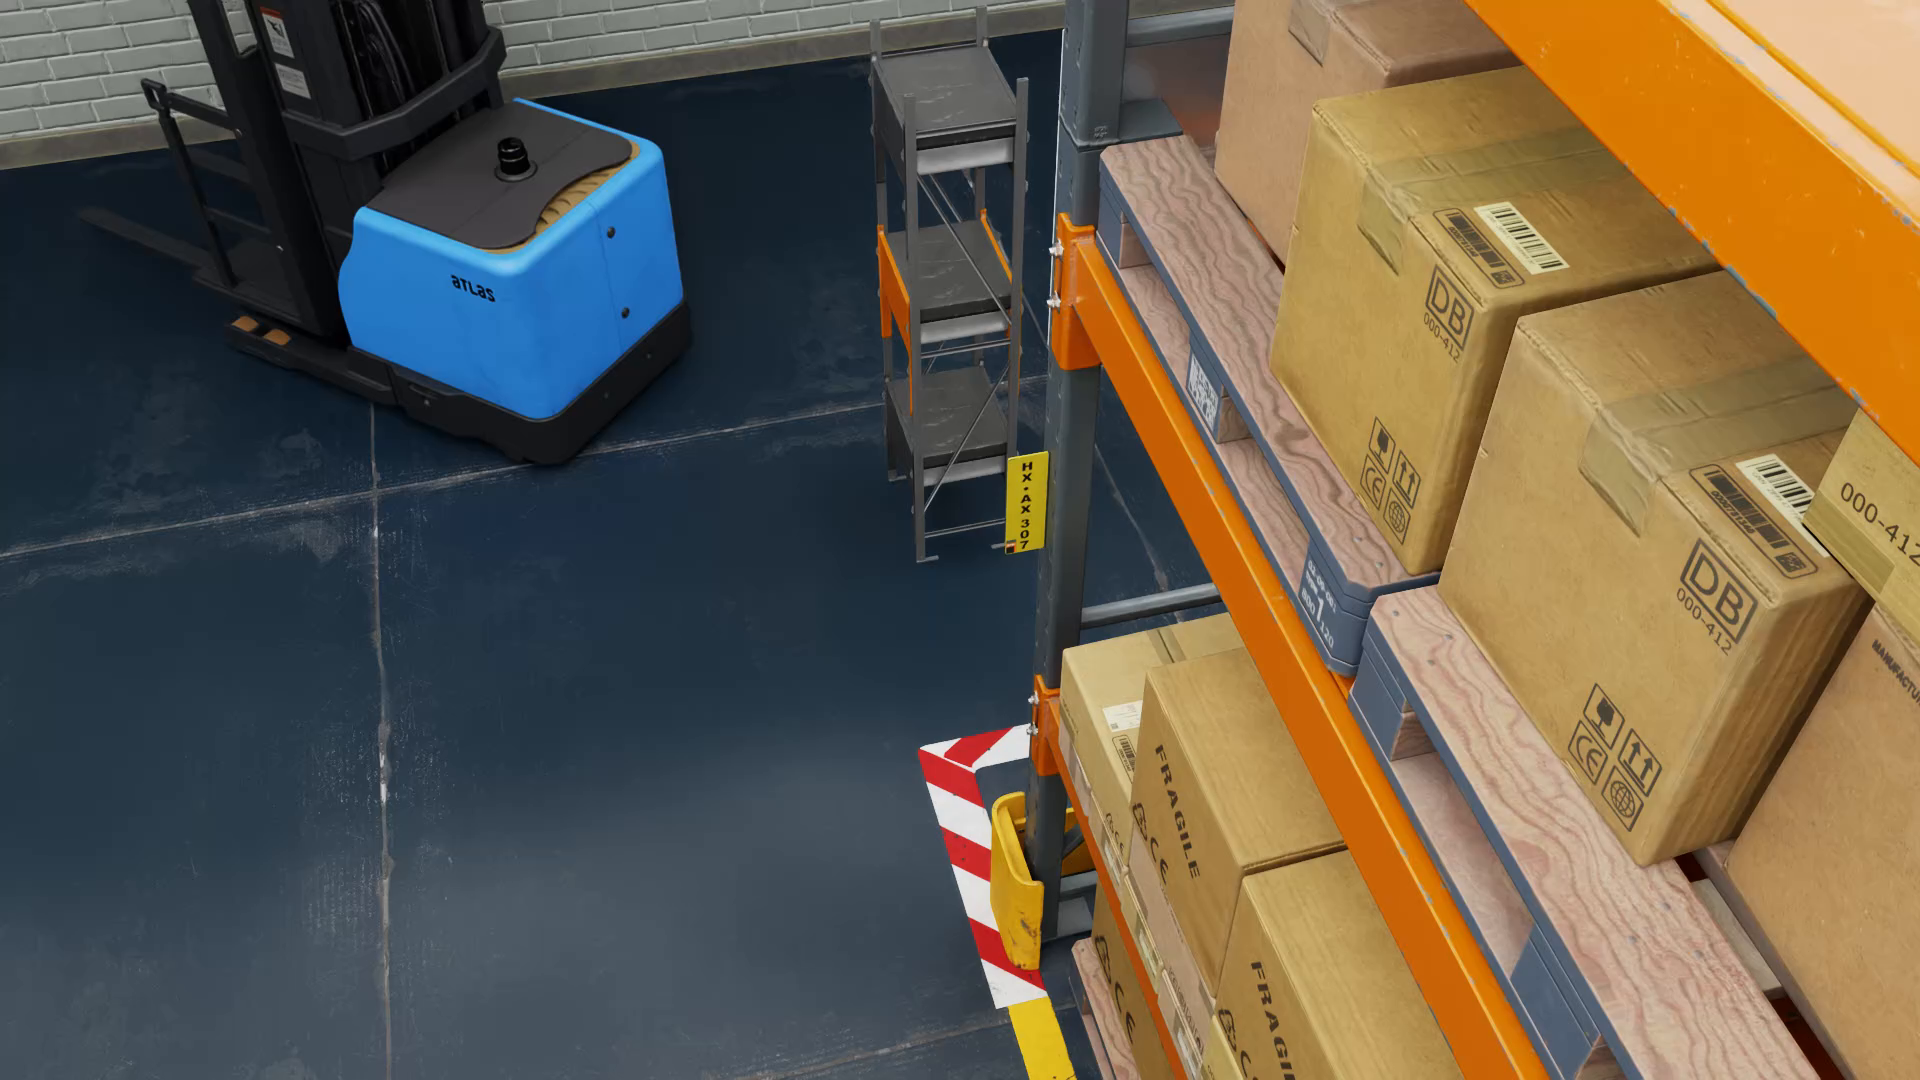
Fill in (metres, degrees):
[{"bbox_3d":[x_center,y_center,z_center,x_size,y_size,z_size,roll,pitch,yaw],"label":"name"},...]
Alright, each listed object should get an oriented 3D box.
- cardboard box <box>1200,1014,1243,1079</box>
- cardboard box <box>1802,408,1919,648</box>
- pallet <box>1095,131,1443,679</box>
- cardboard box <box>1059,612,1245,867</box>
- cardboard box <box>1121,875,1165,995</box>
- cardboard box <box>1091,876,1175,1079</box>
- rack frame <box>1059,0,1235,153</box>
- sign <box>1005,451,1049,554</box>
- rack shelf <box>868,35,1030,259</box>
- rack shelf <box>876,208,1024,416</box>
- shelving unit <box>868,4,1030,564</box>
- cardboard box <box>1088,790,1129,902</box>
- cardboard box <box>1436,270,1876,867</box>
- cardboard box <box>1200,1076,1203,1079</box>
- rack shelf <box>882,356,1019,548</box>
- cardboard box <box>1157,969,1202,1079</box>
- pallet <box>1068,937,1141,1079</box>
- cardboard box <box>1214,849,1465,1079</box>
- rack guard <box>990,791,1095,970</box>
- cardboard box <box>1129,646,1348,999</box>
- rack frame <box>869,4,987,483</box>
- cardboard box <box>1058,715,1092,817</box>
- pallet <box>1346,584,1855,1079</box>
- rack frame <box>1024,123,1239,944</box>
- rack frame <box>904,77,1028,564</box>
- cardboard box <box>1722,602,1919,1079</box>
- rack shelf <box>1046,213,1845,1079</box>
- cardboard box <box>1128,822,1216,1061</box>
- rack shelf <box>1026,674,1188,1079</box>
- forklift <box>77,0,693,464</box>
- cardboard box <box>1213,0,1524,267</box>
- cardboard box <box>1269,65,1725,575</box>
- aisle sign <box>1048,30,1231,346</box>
[{"bbox_3d":[0.827,1.180,3.390,0.500,0.250,0.500,-12,47,-12],"label":"cardboard box"},{"bbox_3d":[1.208,0.013,1.578,0.500,0.250,0.500,-12,47,-12],"label":"cardboard box"},{"bbox_3d":[0.901,-0.363,2.967,1.003,0.211,1.213,-11,47,-10],"label":"pallet"},{"bbox_3d":[0.563,0.475,4.081,0.500,0.250,0.500,-12,47,-11],"label":"cardboard box"},{"bbox_3d":[0.606,0.893,3.951,0.380,0.149,0.250,-12,47,-11],"label":"cardboard box"},{"bbox_3d":[0.942,1.170,4.697,0.875,0.875,0.875,-11,47,-10],"label":"cardboard box"},{"bbox_3d":[0.701,-1.954,2.364,1.000,3.000,0.127,-11,47,-10],"label":"rack frame"},{"bbox_3d":[0.163,-0.088,4.074,0.100,0.325,0.005,-11,47,-10],"label":"sign"},{"bbox_3d":[-0.042,-1.330,5.622,0.431,0.518,0.480,-11,47,-10],"label":"rack shelf"},{"bbox_3d":[-0.042,-0.840,6.122,0.431,0.518,0.480,-11,47,-10],"label":"rack shelf"},{"bbox_3d":[-0.042,-0.849,6.112,0.431,2.100,0.503,-11,47,-10],"label":"shelving unit"},{"bbox_3d":[0.540,0.716,4.124,0.380,0.149,0.250,-11,47,-11],"label":"cardboard box"},{"bbox_3d":[1.092,-0.013,2.129,0.700,0.500,0.500,-14,47,-13],"label":"cardboard box"},{"bbox_3d":[0.737,1.248,3.603,0.380,0.149,0.250,-12,47,-11],"label":"cardboard box"},{"bbox_3d":[-0.042,-0.350,6.622,0.431,0.518,0.480,-11,47,-10],"label":"rack shelf"},{"bbox_3d":[0.673,1.072,3.775,0.380,0.149,0.250,-11,47,-11],"label":"cardboard box"},{"bbox_3d":[0.981,1.659,4.976,1.003,0.211,1.213,-11,47,-10],"label":"pallet"},{"bbox_3d":[0.829,0.914,3.126,0.500,0.500,0.500,-12,47,-11],"label":"cardboard box"},{"bbox_3d":[0.695,1.004,5.416,1.175,0.500,0.348,-11,47,-10],"label":"rack guard"},{"bbox_3d":[0.691,0.557,3.475,0.500,0.500,0.500,-12,47,-11],"label":"cardboard box"},{"bbox_3d":[-0.105,-1.018,6.277,0.400,2.100,0.015,-11,47,-10],"label":"rack frame"},{"bbox_3d":[0.473,0.539,4.297,0.380,0.149,0.250,-10,46,-10],"label":"cardboard box"},{"bbox_3d":[1.217,0.481,2.140,1.003,0.211,1.213,-11,47,-10],"label":"pallet"},{"bbox_3d":[0.701,0.146,4.507,1.000,3.000,0.127,-11,47,-10],"label":"rack frame"},{"bbox_3d":[0.020,-0.681,5.947,0.400,2.100,0.015,-11,47,-10],"label":"rack frame"},{"bbox_3d":[1.336,0.352,1.770,0.700,0.500,0.500,-9,46,-9],"label":"cardboard box"},{"bbox_3d":[1.213,0.728,2.340,1.077,0.370,4.000,-11,47,-10],"label":"rack shelf"},{"bbox_3d":[0.702,0.832,3.731,0.500,0.250,0.500,-11,47,-11],"label":"cardboard box"},{"bbox_3d":[1.213,1.778,3.411,1.077,0.370,4.000,-11,47,-10],"label":"rack shelf"},{"bbox_3d":[-2.751,-2.118,6.773,3.031,2.935,1.130,22,49,20],"label":"forklift"},{"bbox_3d":[0.886,-0.772,2.872,0.700,0.500,0.500,-13,47,-13],"label":"cardboard box"},{"bbox_3d":[0.913,-0.362,2.470,0.700,0.500,0.500,-12,47,-12],"label":"cardboard box"},{"bbox_3d":[0.392,-0.759,3.574,0.394,0.787,0.004,-11,47,-10],"label":"aisle sign"}]
